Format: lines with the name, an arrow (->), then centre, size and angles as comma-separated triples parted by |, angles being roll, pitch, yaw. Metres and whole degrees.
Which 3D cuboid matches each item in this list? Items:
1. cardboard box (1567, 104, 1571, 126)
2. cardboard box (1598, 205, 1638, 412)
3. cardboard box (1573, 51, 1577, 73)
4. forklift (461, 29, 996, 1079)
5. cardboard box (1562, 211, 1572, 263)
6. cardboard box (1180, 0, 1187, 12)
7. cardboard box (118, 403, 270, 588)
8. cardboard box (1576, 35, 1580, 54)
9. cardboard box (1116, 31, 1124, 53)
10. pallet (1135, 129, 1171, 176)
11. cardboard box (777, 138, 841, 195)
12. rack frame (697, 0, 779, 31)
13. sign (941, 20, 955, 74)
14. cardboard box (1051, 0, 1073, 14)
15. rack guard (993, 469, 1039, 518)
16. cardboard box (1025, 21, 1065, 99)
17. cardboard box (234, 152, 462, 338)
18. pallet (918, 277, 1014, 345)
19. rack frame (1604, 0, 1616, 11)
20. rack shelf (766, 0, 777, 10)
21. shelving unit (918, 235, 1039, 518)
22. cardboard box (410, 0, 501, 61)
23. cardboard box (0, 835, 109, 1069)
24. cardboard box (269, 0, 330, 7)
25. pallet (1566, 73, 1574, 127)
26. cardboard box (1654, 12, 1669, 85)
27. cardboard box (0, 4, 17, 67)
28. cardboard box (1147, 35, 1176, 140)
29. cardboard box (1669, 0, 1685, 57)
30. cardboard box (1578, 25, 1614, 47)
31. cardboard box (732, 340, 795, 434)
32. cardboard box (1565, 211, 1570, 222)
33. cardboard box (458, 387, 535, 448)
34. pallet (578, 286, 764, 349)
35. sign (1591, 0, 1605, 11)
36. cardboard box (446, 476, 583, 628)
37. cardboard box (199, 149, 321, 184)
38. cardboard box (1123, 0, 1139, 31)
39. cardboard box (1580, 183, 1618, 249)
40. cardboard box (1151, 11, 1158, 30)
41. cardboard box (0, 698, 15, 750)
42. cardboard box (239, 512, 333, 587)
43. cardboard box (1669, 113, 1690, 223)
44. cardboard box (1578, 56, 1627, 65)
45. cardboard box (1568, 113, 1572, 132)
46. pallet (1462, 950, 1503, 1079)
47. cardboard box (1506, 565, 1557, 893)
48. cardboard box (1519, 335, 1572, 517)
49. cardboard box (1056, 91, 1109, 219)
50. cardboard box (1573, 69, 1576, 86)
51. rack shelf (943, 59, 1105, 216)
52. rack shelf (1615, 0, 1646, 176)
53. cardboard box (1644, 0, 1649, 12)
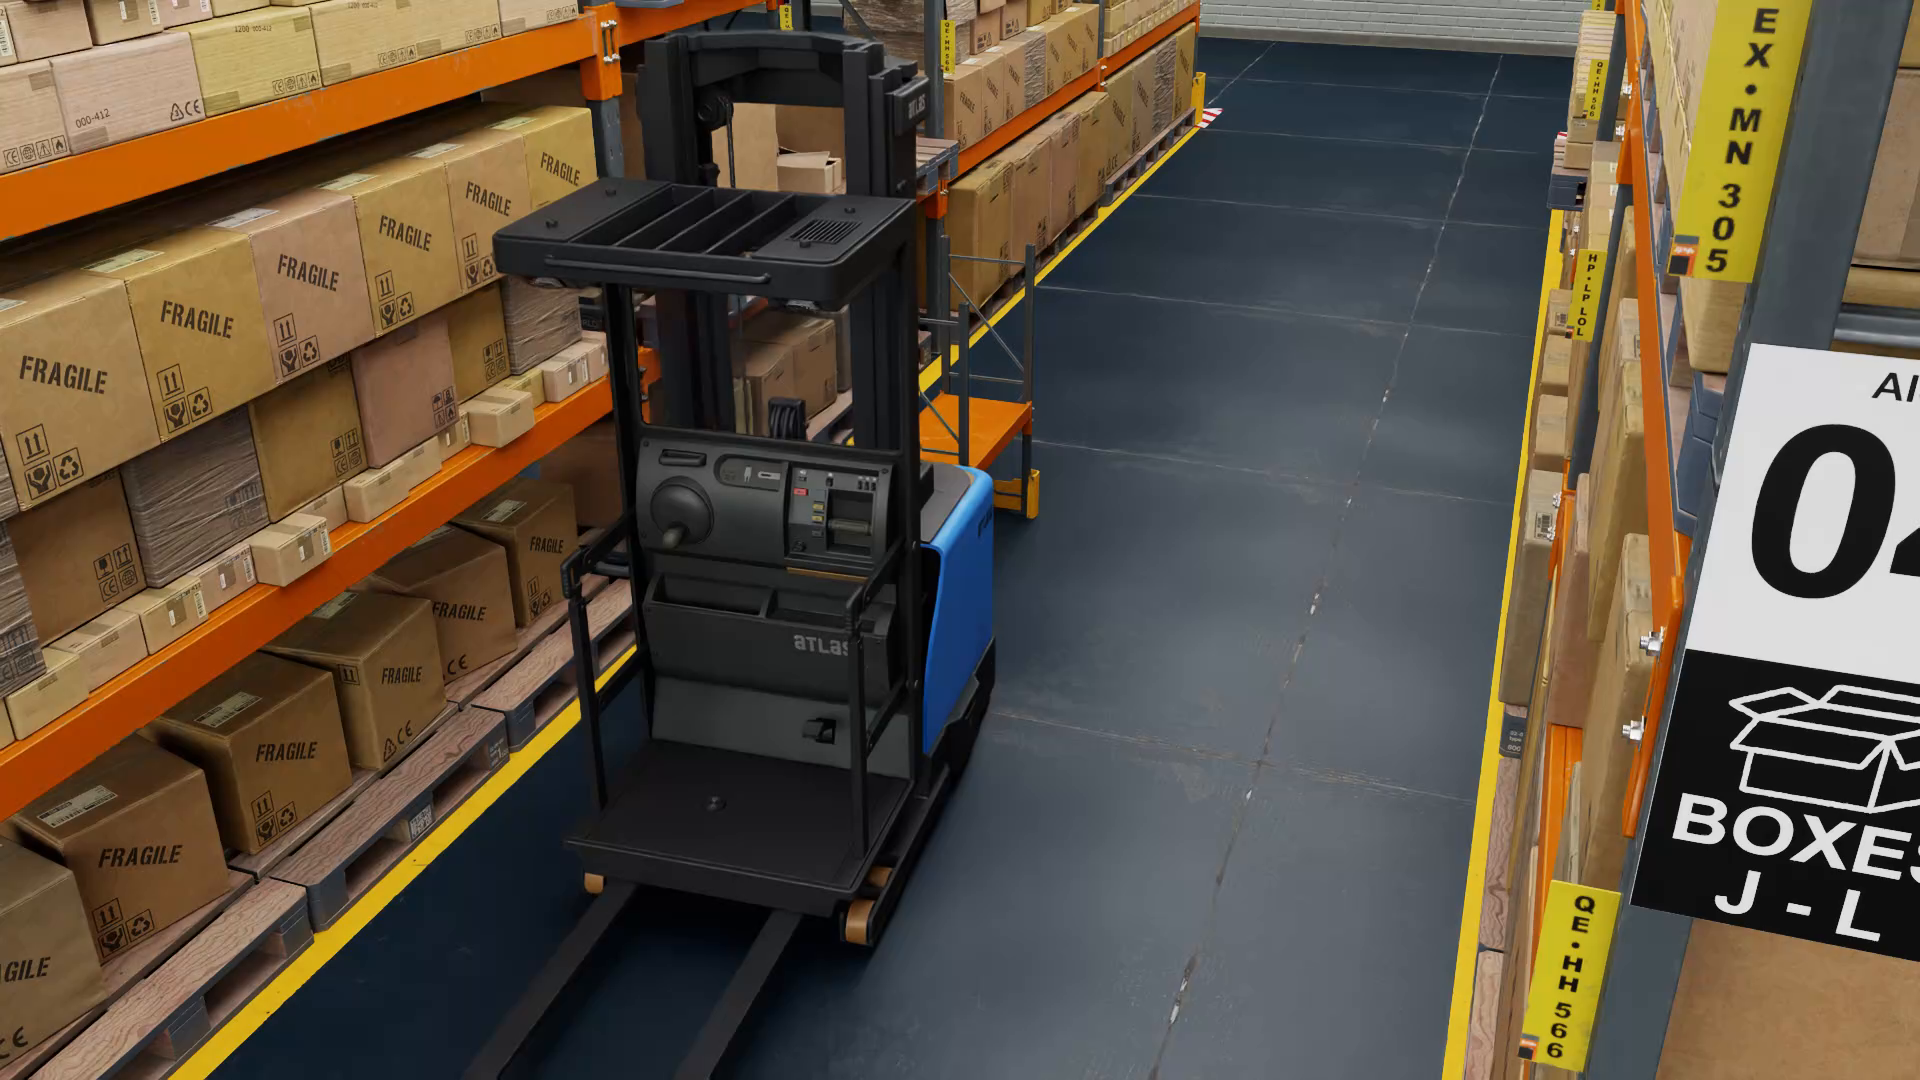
cardboard box -> 4.124, -2.708, 10.707 | 0.380, 0.149, 0.250 | 8, 27, 15
cardboard box -> 2.563, -0.705, 5.353 | 0.875, 0.550, 0.550 | 9, 27, 17
cardboard box -> 4.815, -3.567, 12.481 | 0.380, 0.149, 0.250 | 7, 27, 15
forklift -> -0.741, -0.091, 5.575 | 1.130, 2.935, 3.031 | 7, 27, 14
cardboard box -> 4.884, -2.385, 12.620 | 0.500, 0.500, 0.500 | 10, 28, 19
cardboard box -> 2.090, -5.473, 16.900 | 0.380, 0.149, 0.250 | 9, 27, 18
cardboard box -> -2.787, -0.238, 5.344 | 0.875, 0.500, 0.500 | 9, 27, 17
cardboard box -> 4.815, -3.701, 12.416 | 0.380, 0.149, 0.250 | 9, 27, 18
cardboard box -> 1.236, -4.415, 14.715 | 0.380, 0.149, 0.250 | 8, 27, 16
pallet -> 1.468, -3.896, 16.554 | 1.003, 0.211, 1.213 | 9, 27, 17
cardboard box -> -0.895, -2.107, 9.332 | 0.396, 0.266, 0.258 | 8, 27, 16
rack frame -> -2.603, -6.709, 19.164 | 1.000, 3.000, 0.127 | 9, 27, 17
sign -> -0.080, -3.114, 10.501 | 0.100, 0.325, 0.005 | 9, 27, 17
cardboard box -> 0.532, -4.580, 13.501 | 0.797, 0.503, 0.637 | 8, 27, 16
rack guard -> 0.140, -0.286, 9.054 | 0.587, 0.250, 0.087 | 9, 27, 17
cardboard box -> 0.500, -3.742, 12.922 | 0.500, 0.500, 0.500 | 8, 27, 17
cardboard box -> -2.148, -1.052, 5.878 | 0.500, 0.500, 0.500 | 9, 27, 17
pallet -> -0.261, -1.761, 12.145 | 1.003, 0.211, 1.213 | 9, 27, 17
rack frame -> 5.380, -3.586, 12.714 | 1.000, 3.000, 0.127 | 9, 27, 17
rack shelf -> -3.269, -5.563, 17.623 | 1.077, 0.370, 4.000 | 9, 27, 17
shelving unit -> -0.025, -0.644, 8.358 | 0.587, 1.500, 1.083 | 9, 27, 17
cardboard box -> -2.015, -1.903, 5.969 | 0.500, 0.250, 0.500 | 9, 27, 19
cardboard box -> -3.033, 1.266, 5.079 | 0.500, 0.500, 0.500 | 14, 29, 27
cardboard box -> -2.195, -1.803, 5.305 | 0.380, 0.149, 0.250 | 10, 28, 20
pallet -> 4.989, -3.207, 12.151 | 1.003, 0.211, 1.213 | 9, 27, 17
cardboard box -> 1.854, -1.145, 3.923 | 0.380, 0.149, 0.250 | 9, 27, 17
cardboard box -> -2.644, -1.273, 4.209 | 0.380, 0.149, 0.250 | 10, 28, 20
cardboard box -> 1.627, -4.575, 16.713 | 0.875, 0.875, 0.875 | 9, 27, 17
cardboard box -> 1.790, -1.165, 3.507 | 0.500, 0.250, 0.500 | 9, 27, 18
cardboard box -> 4.555, -3.512, 11.685 | 0.380, 0.149, 0.250 | 8, 27, 17
cardboard box -> -1.339, -0.805, 9.333 | 0.700, 0.500, 0.500 | 6, 27, 13
cardboard box -> 5.189, -2.702, 13.679 | 0.380, 0.149, 0.250 | 9, 27, 18
cardboard box -> -1.930, -0.501, 6.631 | 0.380, 0.149, 0.250 | 9, 27, 17
pallet -> -1.534, -1.266, 8.143 | 1.003, 0.211, 1.213 | 9, 27, 17
sign -> 4.866, -4.051, 12.682 | 0.100, 0.325, 0.005 | 9, 27, 17
cardboard box -> -2.096, 0.035, 7.621 | 0.500, 0.500, 0.500 | 8, 27, 16
cardboard box -> -2.647, -1.129, 6.036 | 0.500, 0.500, 0.500 | 9, 27, 17
cardboard box -> 1.310, -4.772, 14.994 | 0.500, 0.250, 0.500 | 9, 27, 17
cardboard box -> 3.310, -1.425, 8.137 | 0.500, 0.500, 0.500 | 9, 27, 17
cardboard box -> 1.666, -4.948, 15.815 | 0.380, 0.149, 0.250 | 8, 27, 16
cardboard box -> -2.836, 0.515, 4.532 | 0.380, 0.149, 0.250 | 9, 27, 17
cardboard box -> -2.346, 0.013, 5.570 | 0.380, 0.149, 0.250 | 9, 27, 17
cardboard box -> 1.432, -0.624, 2.847 | 0.380, 0.149, 0.250 | 9, 27, 18
cardboard box -> 4.124, -2.973, 10.572 | 0.380, 0.149, 0.250 | 9, 27, 17
cardboard box -> 3.871, -2.531, 10.000 | 0.380, 0.149, 0.250 | 10, 28, 19
pallet -> 1.987, 1.761, 4.871 | 1.003, 0.211, 1.213 | 9, 27, 17
cardboard box -> 2.443, 0.717, 5.783 | 0.875, 0.875, 0.875 | 9, 27, 18
cardboard box -> 3.474, -0.522, 8.485 | 1.050, 0.750, 0.750 | 9, 27, 18
cardboard box -> 0.543, -3.314, 14.108 | 1.225, 0.875, 0.875 | 9, 27, 18
cardboard box -> 4.297, -3.058, 11.088 | 0.380, 0.149, 0.250 | 8, 27, 16
rack shelf -> 0.071, -3.201, 12.745 | 1.077, 0.370, 4.000 | 9, 27, 17
rack shelf -> 3.384, -2.147, 7.125 | 1.077, 0.370, 4.000 | 9, 27, 17
cardboard box -> 2.276, -1.669, 5.005 | 0.380, 0.149, 0.250 | 8, 27, 17
